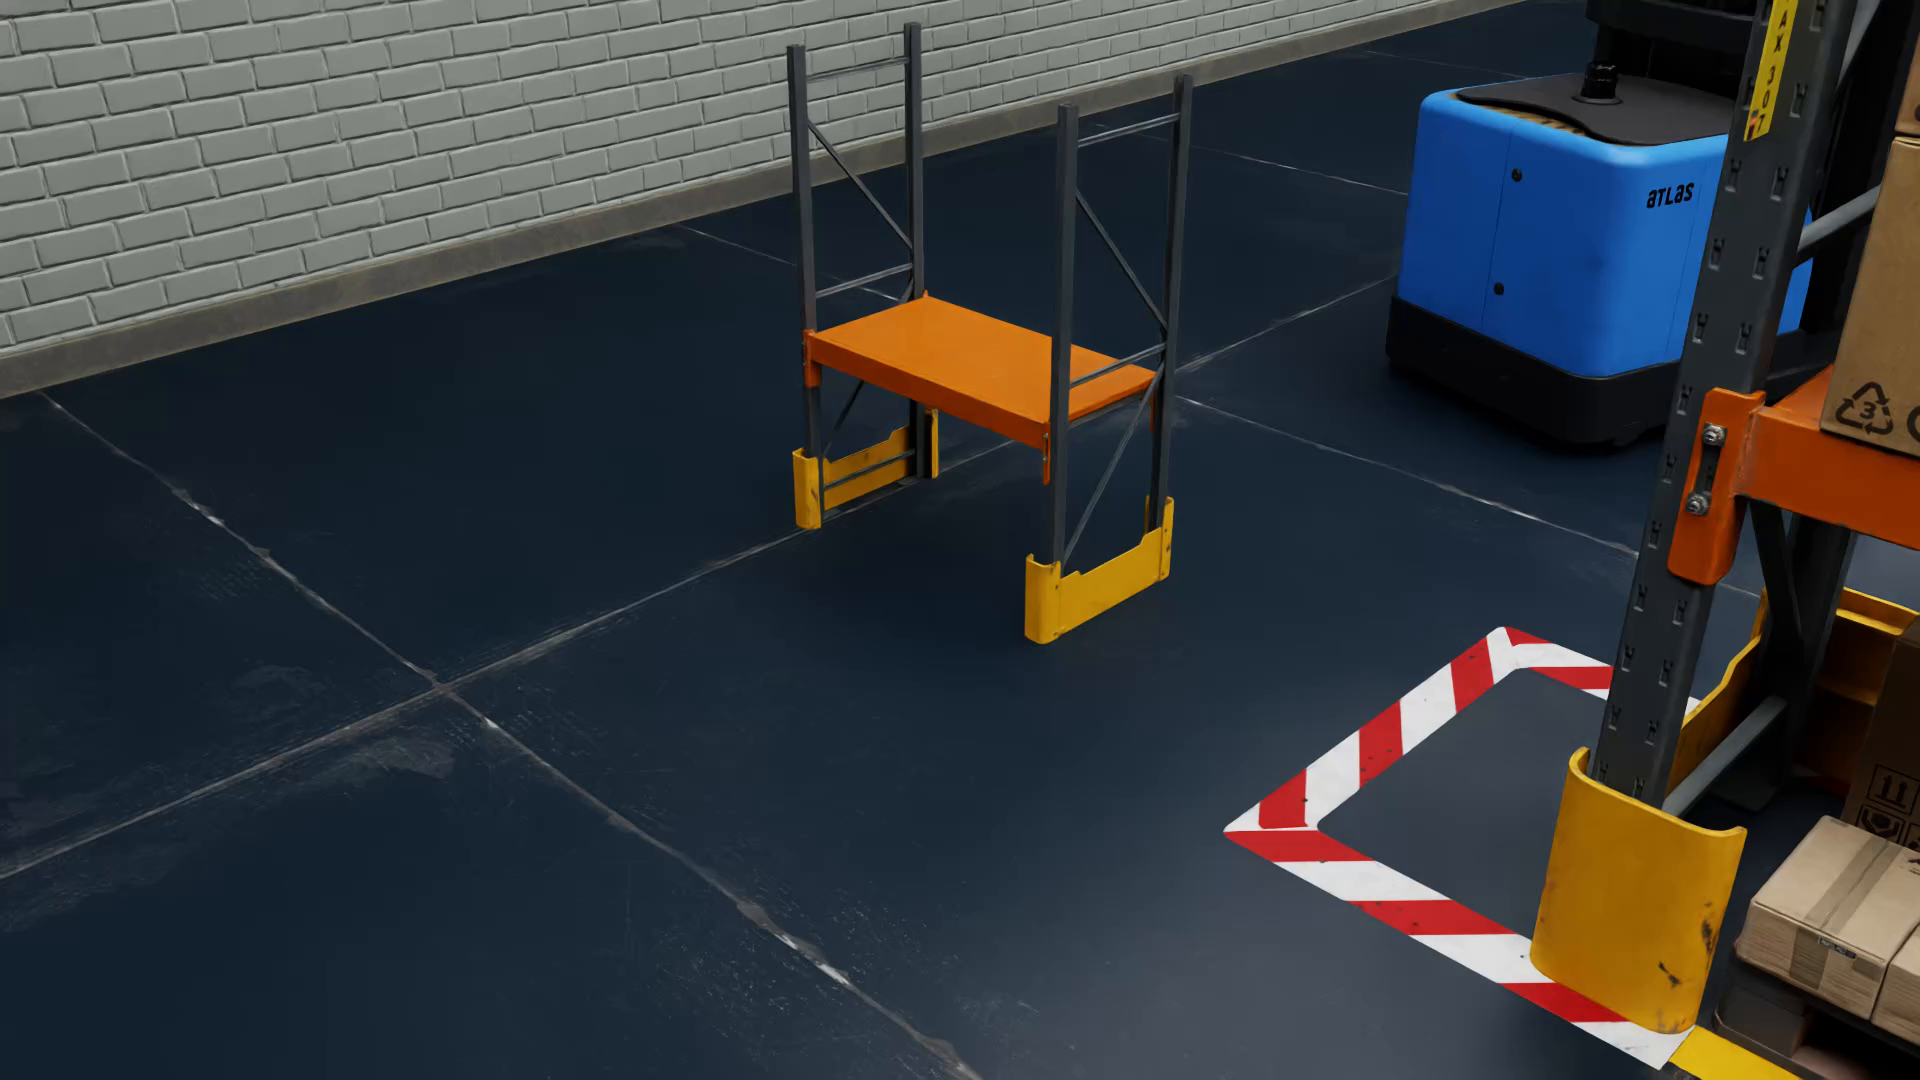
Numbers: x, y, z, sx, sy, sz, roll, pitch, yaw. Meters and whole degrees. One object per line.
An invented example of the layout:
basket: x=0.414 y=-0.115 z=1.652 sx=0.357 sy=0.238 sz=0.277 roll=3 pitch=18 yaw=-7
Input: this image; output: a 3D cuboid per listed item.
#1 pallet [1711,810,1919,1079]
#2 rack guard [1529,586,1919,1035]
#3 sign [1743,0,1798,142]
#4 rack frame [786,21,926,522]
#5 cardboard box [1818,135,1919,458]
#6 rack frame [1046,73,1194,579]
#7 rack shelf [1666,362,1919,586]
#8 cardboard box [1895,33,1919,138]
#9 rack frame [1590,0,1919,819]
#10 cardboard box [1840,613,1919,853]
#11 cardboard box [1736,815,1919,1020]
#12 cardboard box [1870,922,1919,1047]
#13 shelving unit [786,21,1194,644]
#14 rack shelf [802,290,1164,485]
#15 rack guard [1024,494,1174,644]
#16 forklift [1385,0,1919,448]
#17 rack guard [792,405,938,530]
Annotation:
pallet: x=2.290 y=0.927 z=3.261 sx=1.213 sy=0.211 sz=1.003 roll=25 pitch=36 yaw=38
rack guard: x=1.721 y=0.539 z=3.688 sx=0.348 sy=0.500 sz=1.175 roll=25 pitch=36 yaw=38
sign: x=1.286 y=-0.795 z=2.609 sx=0.005 sy=0.325 sz=0.100 roll=25 pitch=36 yaw=38
rack frame: x=-0.302 y=-0.802 z=5.163 sx=0.032 sy=1.500 sz=0.500 roll=25 pitch=36 yaw=38
cardboard box: x=1.798 y=-0.404 z=2.688 sx=0.500 sy=0.500 sz=0.500 roll=-24 pitch=36 yaw=-38
rack frame: x=0.423 y=-0.470 z=4.533 sx=0.032 sy=1.500 sz=0.500 roll=25 pitch=36 yaw=38
rack shelf: x=3.093 y=0.379 z=2.080 sx=4.000 sy=0.370 sz=1.077 roll=25 pitch=36 yaw=38
cardboard box: x=1.798 y=-0.847 z=2.456 sx=0.500 sy=0.500 sz=0.500 roll=-24 pitch=36 yaw=-38
rack frame: x=1.667 y=-0.592 z=3.153 sx=0.127 sy=3.000 sz=1.000 roll=25 pitch=36 yaw=38
cardboard box: x=2.227 y=0.415 z=3.451 sx=0.500 sy=0.500 sz=0.500 roll=25 pitch=36 yaw=38
cardboard box: x=1.724 y=0.726 z=3.238 sx=0.250 sy=0.149 sz=0.380 roll=25 pitch=36 yaw=38
cardboard box: x=1.903 y=0.799 z=3.078 sx=0.250 sy=0.166 sz=0.380 roll=25 pitch=36 yaw=38
shelving unit: x=0.054 y=-0.639 z=4.854 sx=1.083 sy=1.500 sz=0.587 roll=25 pitch=36 yaw=38
rack shelf: x=0.061 y=-0.477 z=4.932 sx=1.000 sy=0.185 sz=0.538 roll=25 pitch=36 yaw=38
rack guard: x=0.409 y=0.077 z=4.835 sx=0.087 sy=0.250 sz=0.587 roll=25 pitch=36 yaw=38
forklift: x=3.200 y=-2.095 z=6.086 sx=3.031 sy=2.935 sz=1.130 roll=-14 pitch=31 yaw=-25
rack guard: x=-0.301 y=-0.248 z=5.454 sx=0.087 sy=0.250 sz=0.587 roll=25 pitch=36 yaw=38
